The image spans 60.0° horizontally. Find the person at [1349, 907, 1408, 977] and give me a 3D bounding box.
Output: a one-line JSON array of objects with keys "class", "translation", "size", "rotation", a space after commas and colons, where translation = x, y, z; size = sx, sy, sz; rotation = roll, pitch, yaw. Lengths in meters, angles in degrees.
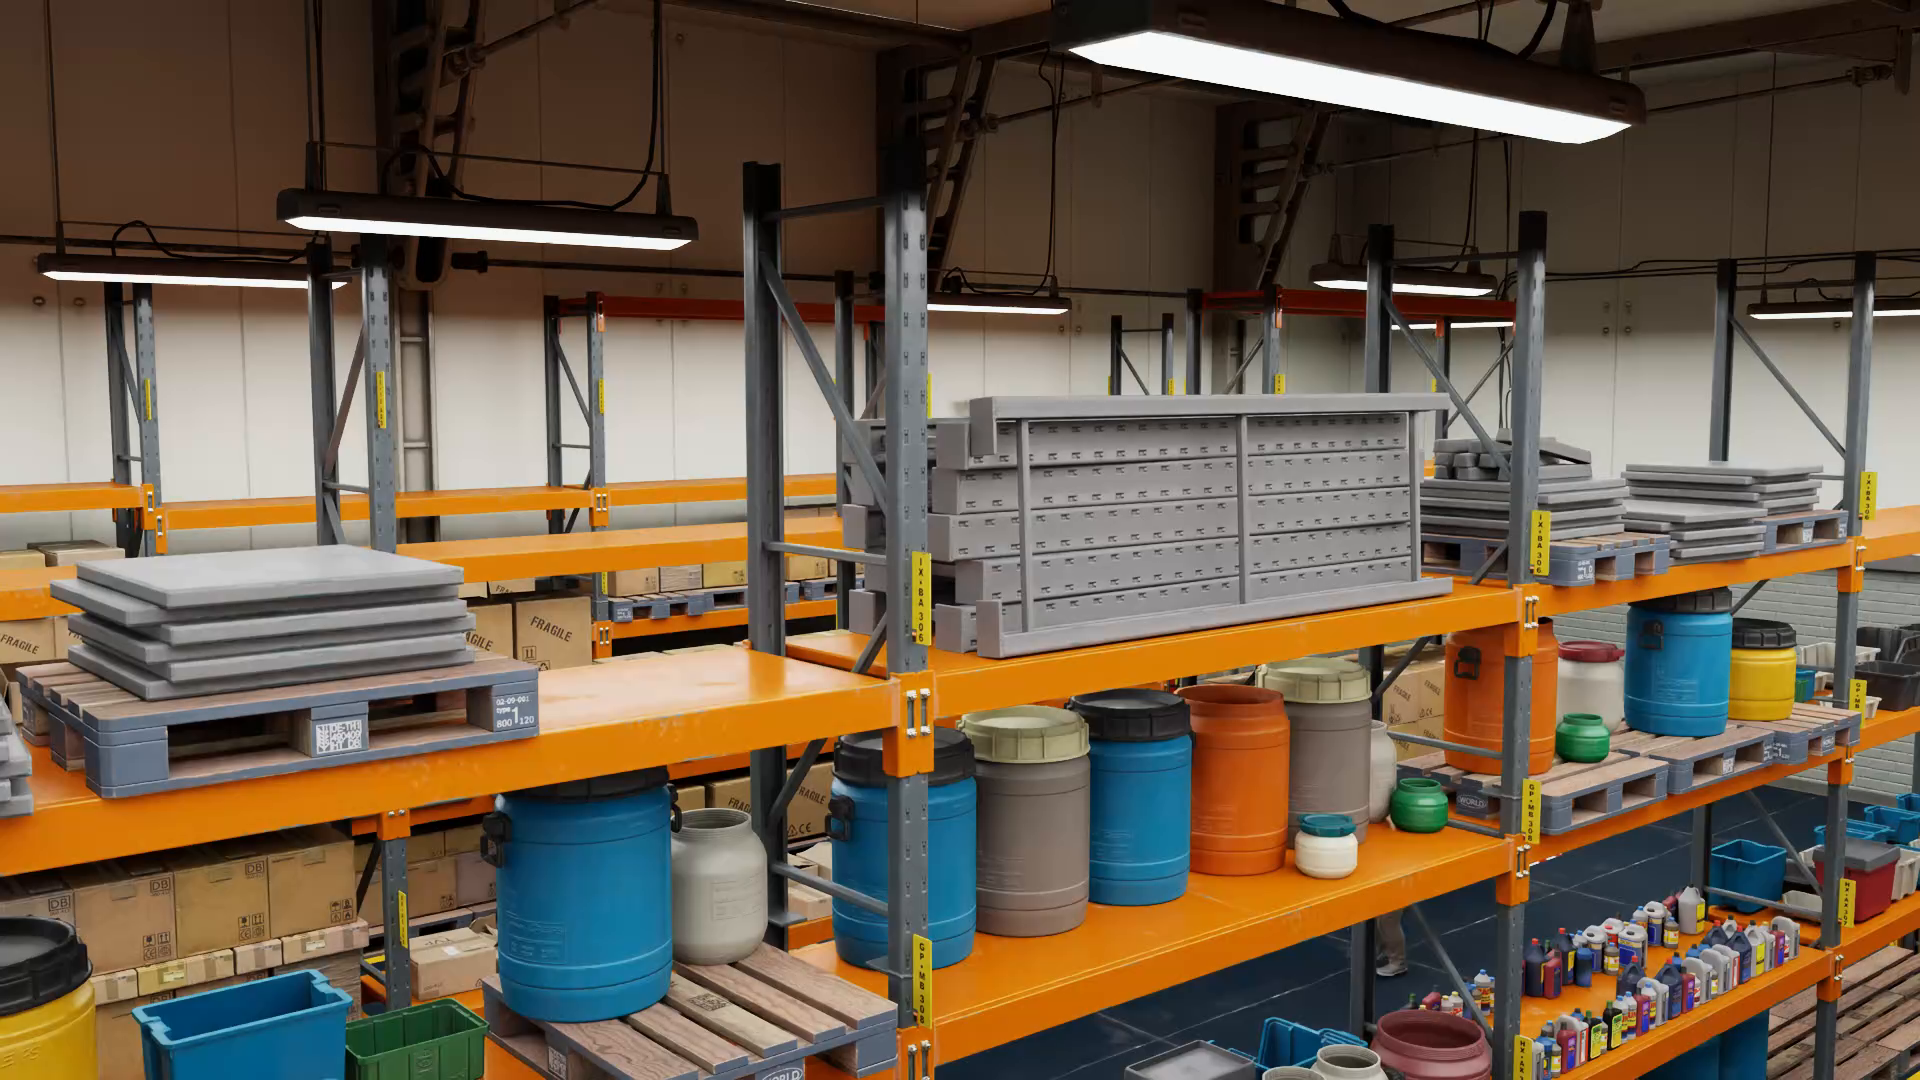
[{"class": "person", "translation": [3.577, 2.954, 14.304], "size": [0.804, 1.689, 0.674], "rotation": [-3, 6, -26]}]
